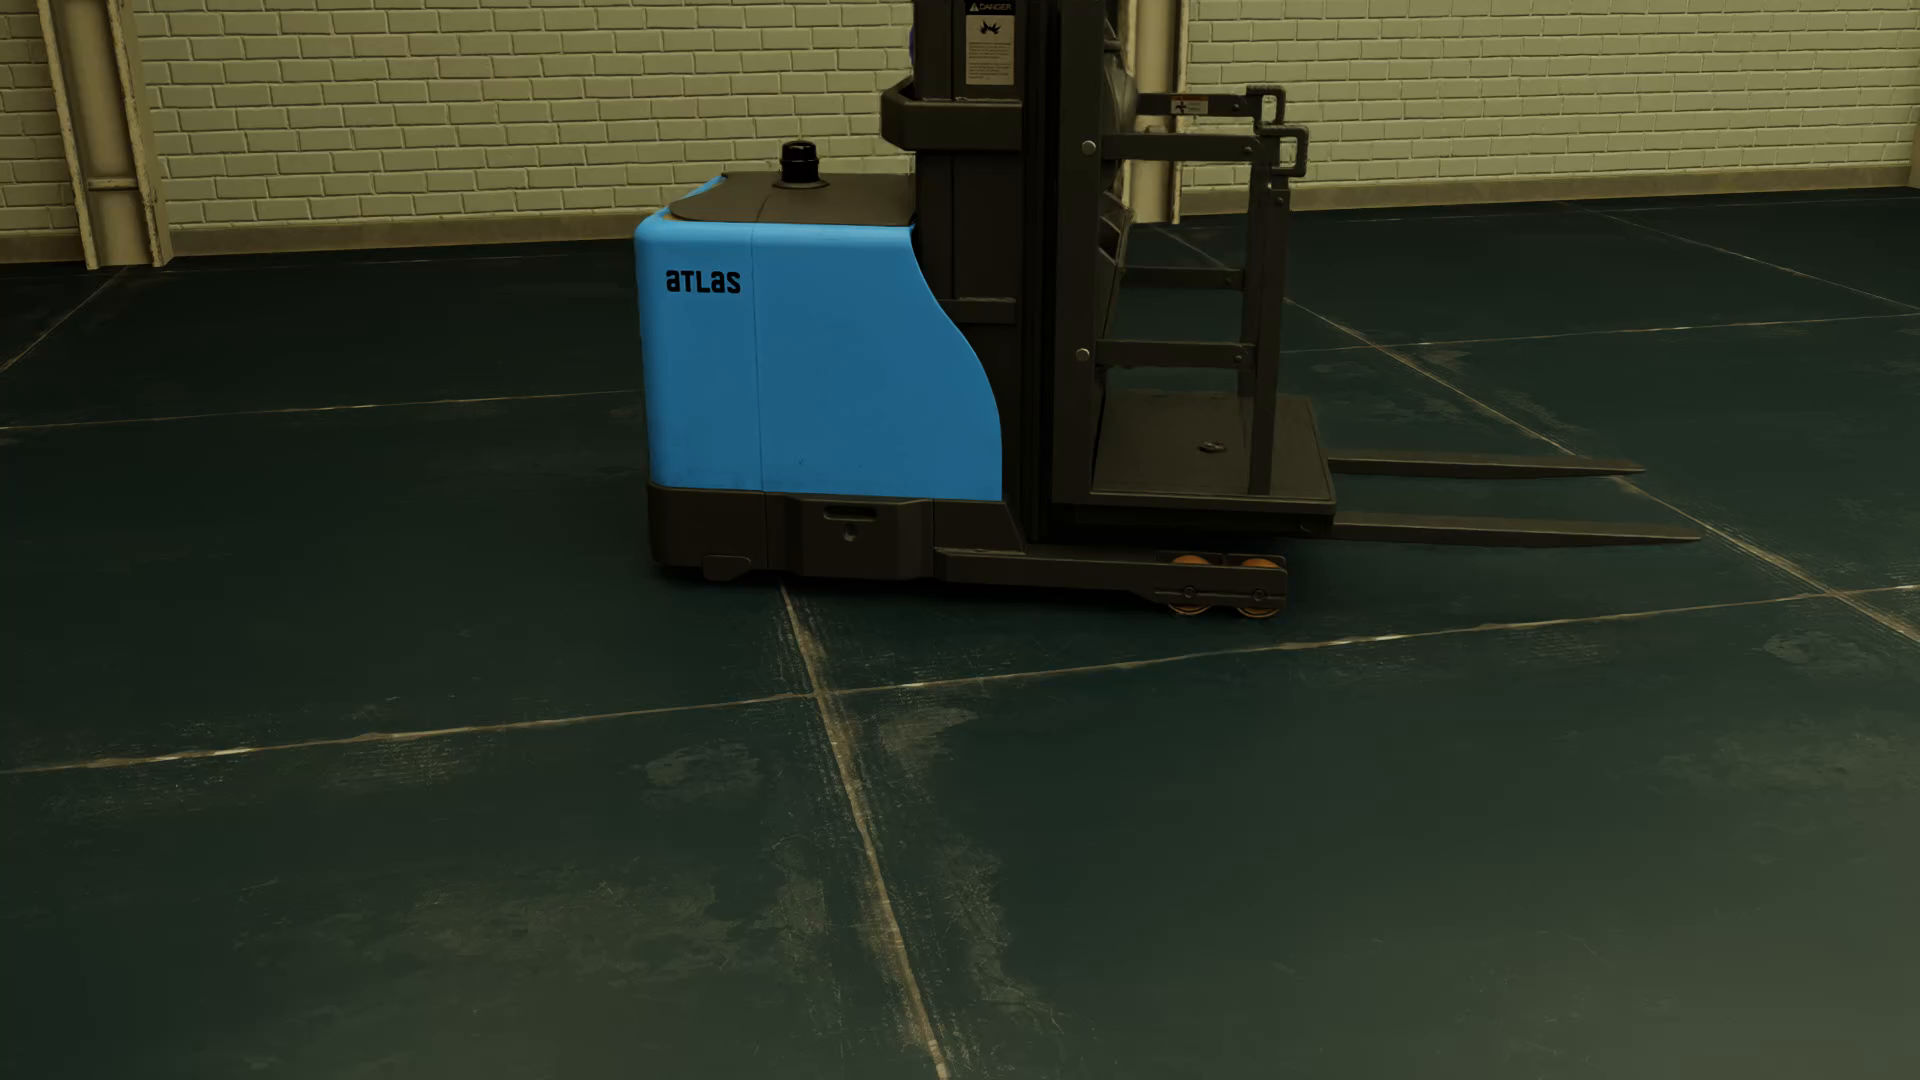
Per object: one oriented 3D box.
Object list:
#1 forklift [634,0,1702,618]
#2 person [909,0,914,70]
[{"bbox_3d":[0.629,-1.348,4.721,3.031,2.935,1.130,3,21,7],"label":"forklift"},{"bbox_3d":[0.019,-1.894,7.916,0.505,1.654,0.566,-4,21,-10],"label":"person"}]
